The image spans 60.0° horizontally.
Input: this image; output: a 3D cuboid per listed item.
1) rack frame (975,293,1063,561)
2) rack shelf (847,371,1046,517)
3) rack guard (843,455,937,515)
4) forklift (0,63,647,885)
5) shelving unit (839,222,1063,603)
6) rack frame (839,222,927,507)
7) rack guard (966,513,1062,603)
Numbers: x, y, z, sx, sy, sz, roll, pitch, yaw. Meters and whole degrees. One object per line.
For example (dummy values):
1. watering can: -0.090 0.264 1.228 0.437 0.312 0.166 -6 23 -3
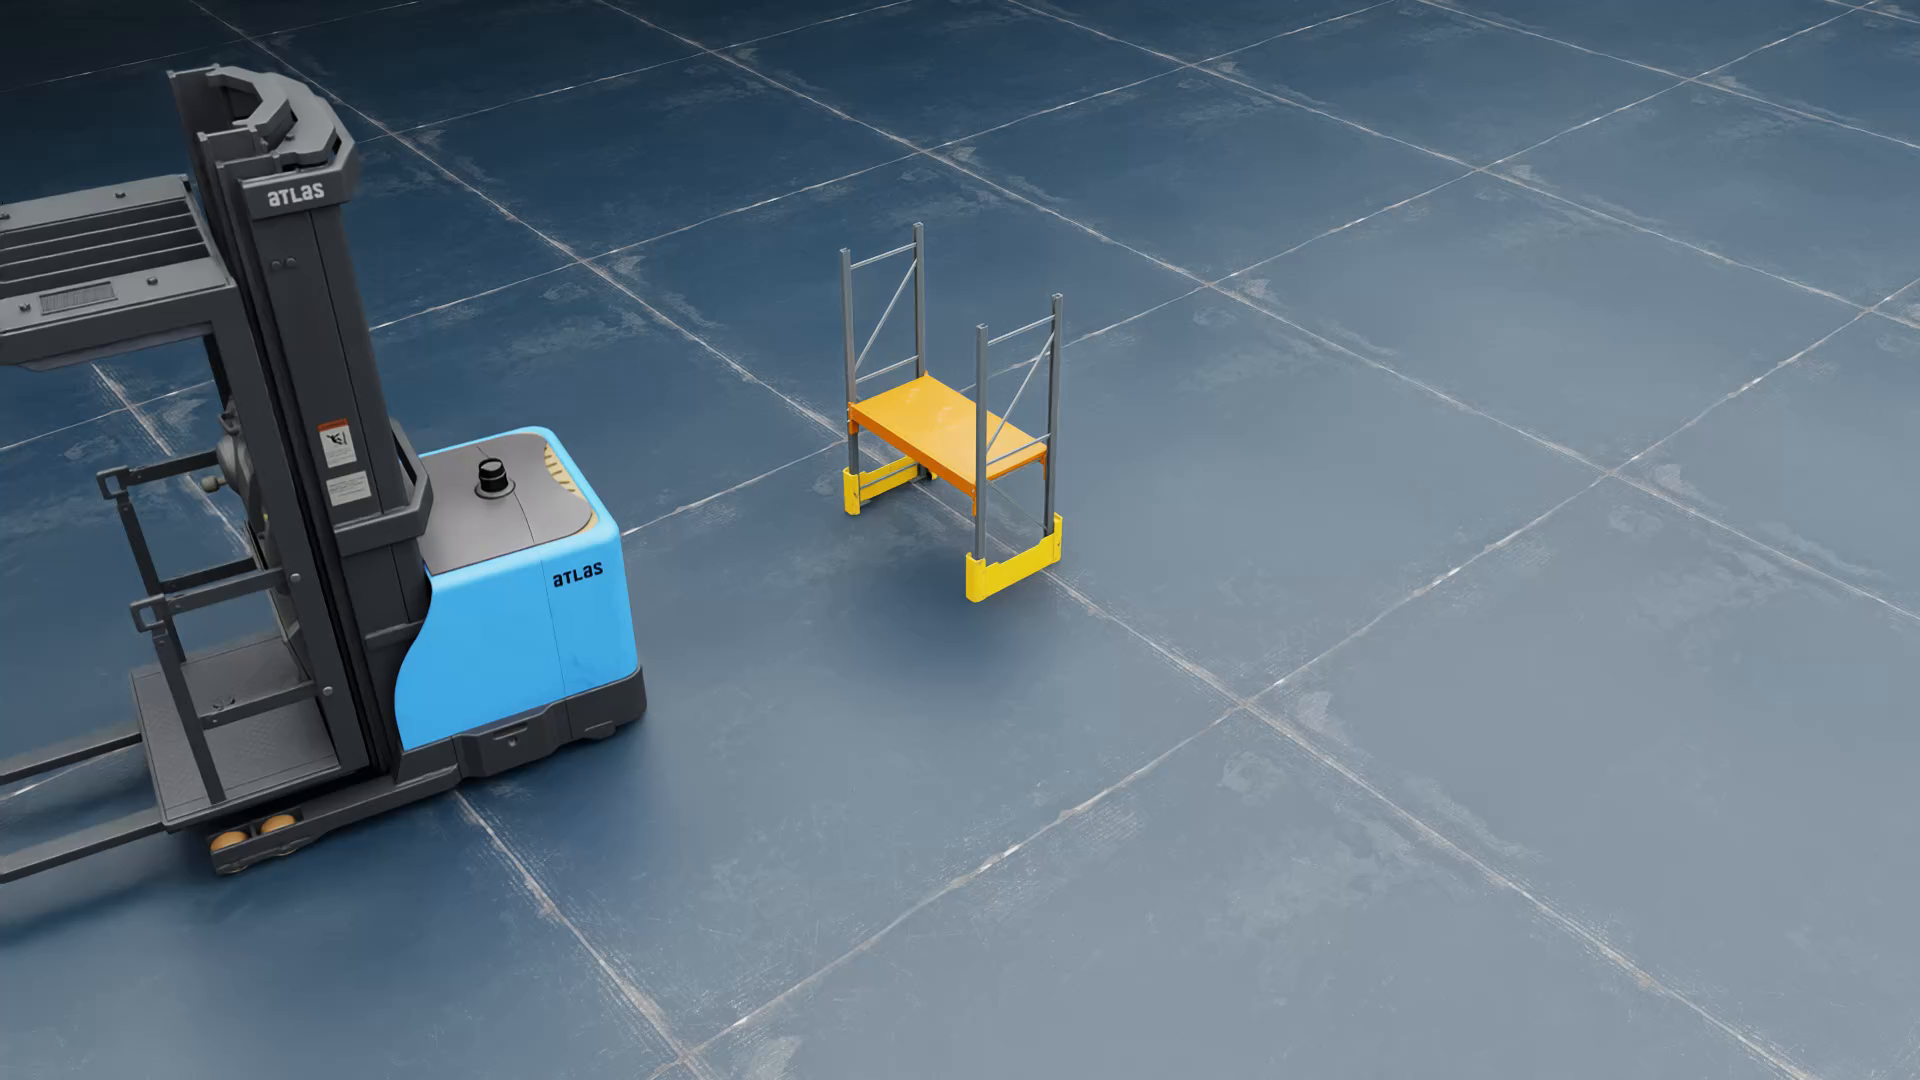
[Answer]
1. rack frame: 0.273 -0.425 7.954 0.500 1.500 0.032 -26 43 -32
2. rack shelf: -0.055 -0.503 8.375 0.538 0.185 1.000 -26 43 -32
3. rack guard: -0.371 -0.356 8.937 0.587 0.250 0.087 -26 43 -32
4. forklift: -2.944 -0.198 6.394 3.031 2.935 1.130 -18 39 -24
5. shelving unit: -0.049 -0.646 8.265 0.587 1.500 1.083 -26 43 -32
6. rack frame: -0.383 -0.874 8.588 0.500 1.500 0.032 -26 43 -32
7. rack guard: 0.272 0.084 8.316 0.587 0.250 0.087 -26 43 -32
